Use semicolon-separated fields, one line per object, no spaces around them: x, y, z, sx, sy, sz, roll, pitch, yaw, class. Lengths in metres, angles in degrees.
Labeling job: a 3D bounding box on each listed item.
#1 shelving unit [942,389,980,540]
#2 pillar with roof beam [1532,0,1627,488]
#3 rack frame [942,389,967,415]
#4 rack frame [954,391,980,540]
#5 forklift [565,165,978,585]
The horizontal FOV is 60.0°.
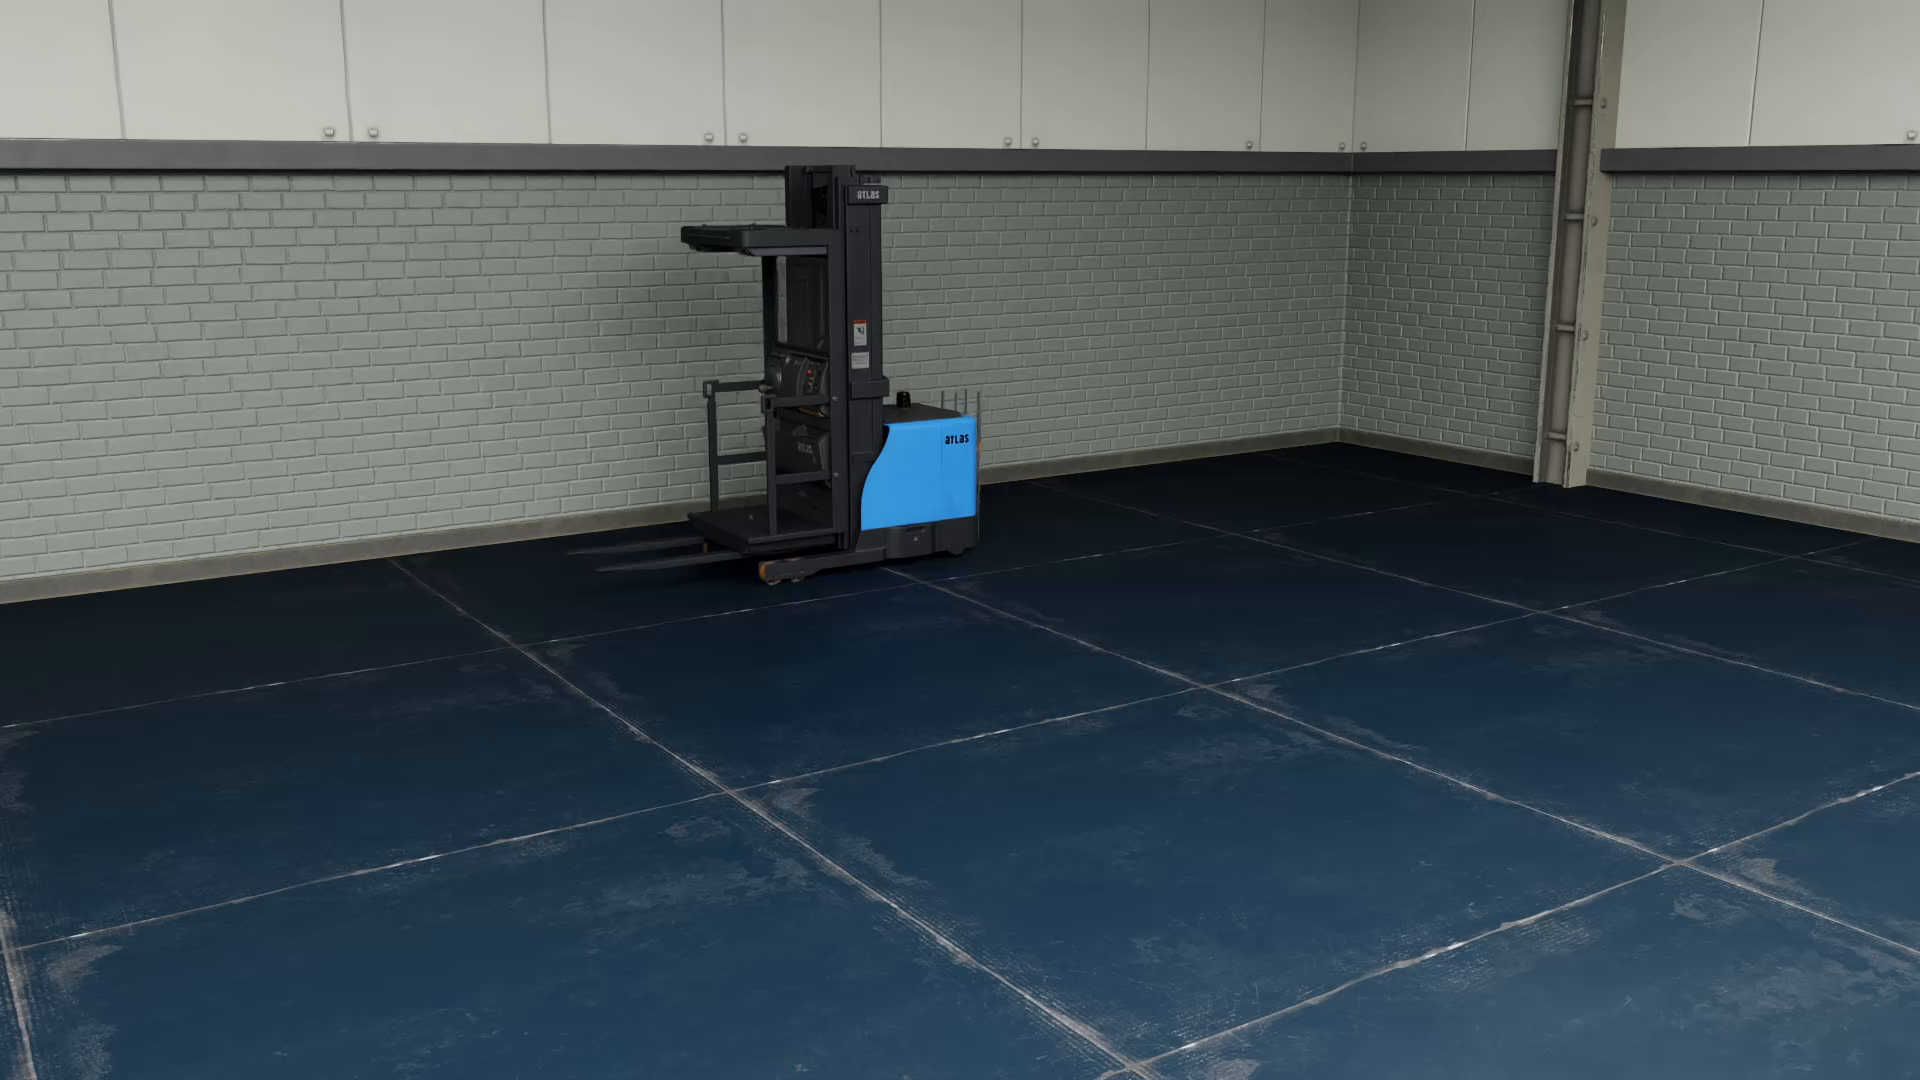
0.005;-0.591;13.255;0.258;1.200;0.189;-8;14;-32;shelving unit
2.131;-4.429;12.552;9.100;9.000;0.400;-8;15;-33;pillar with roof beam
-0.044;-0.608;13.330;0.240;1.200;0.006;-8;14;-32;rack frame
0.054;-0.575;13.180;0.240;1.200;0.006;-8;14;-32;rack frame
-1.379;-1.239;12.169;3.031;2.935;1.130;-8;15;-32;forklift
